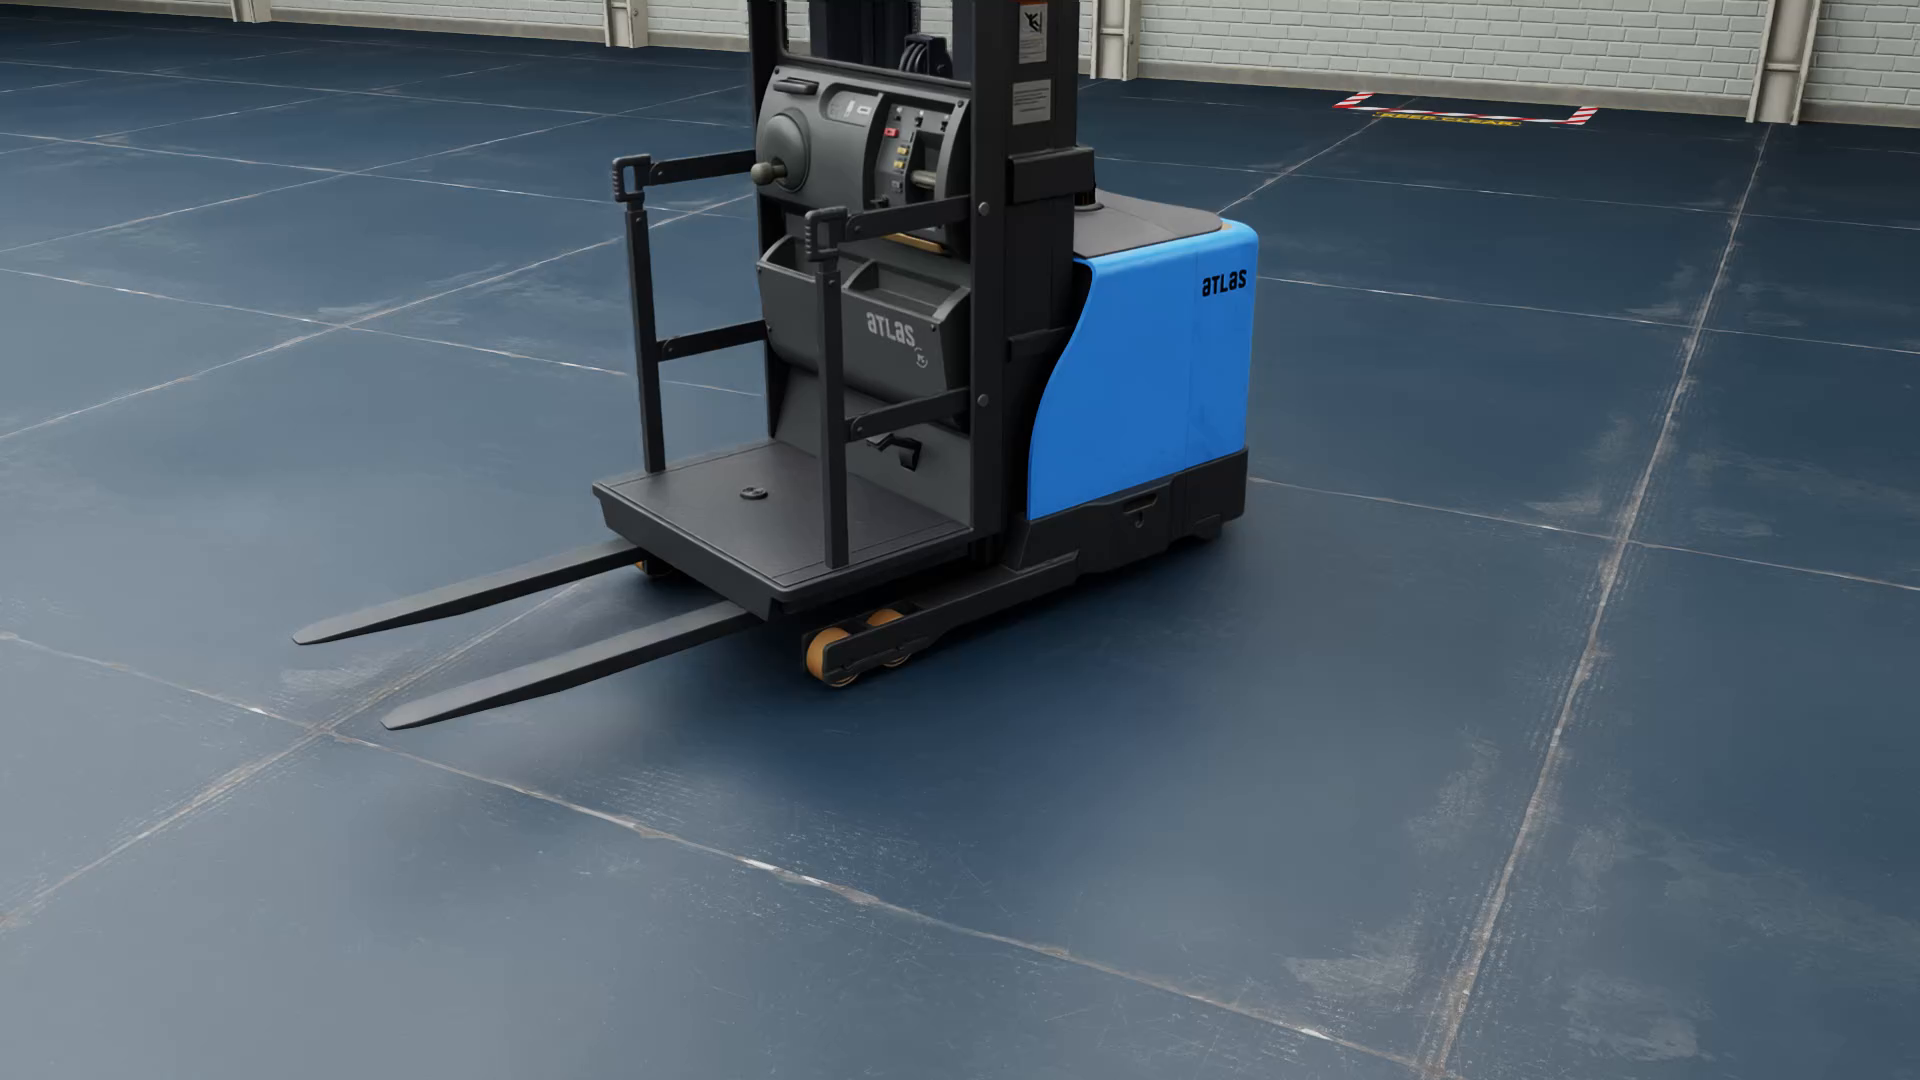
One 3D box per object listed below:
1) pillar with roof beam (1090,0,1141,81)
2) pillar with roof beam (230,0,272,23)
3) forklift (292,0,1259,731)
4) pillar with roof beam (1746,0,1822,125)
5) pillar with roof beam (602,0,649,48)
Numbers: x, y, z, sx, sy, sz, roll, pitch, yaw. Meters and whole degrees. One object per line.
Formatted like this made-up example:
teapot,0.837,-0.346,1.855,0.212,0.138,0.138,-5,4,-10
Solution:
pillar with roof beam,-0.403,-7.253,11.306,0.400,9.000,9.100,11,25,25
pillar with roof beam,-11.112,-9.372,16.288,0.400,9.000,9.100,11,25,25
forklift,-0.460,-1.160,4.732,3.031,2.935,1.130,-18,29,-36
pillar with roof beam,4.952,-6.193,8.814,0.400,9.000,9.100,11,25,25
pillar with roof beam,-5.757,-8.312,13.797,0.400,9.000,9.100,11,25,25
